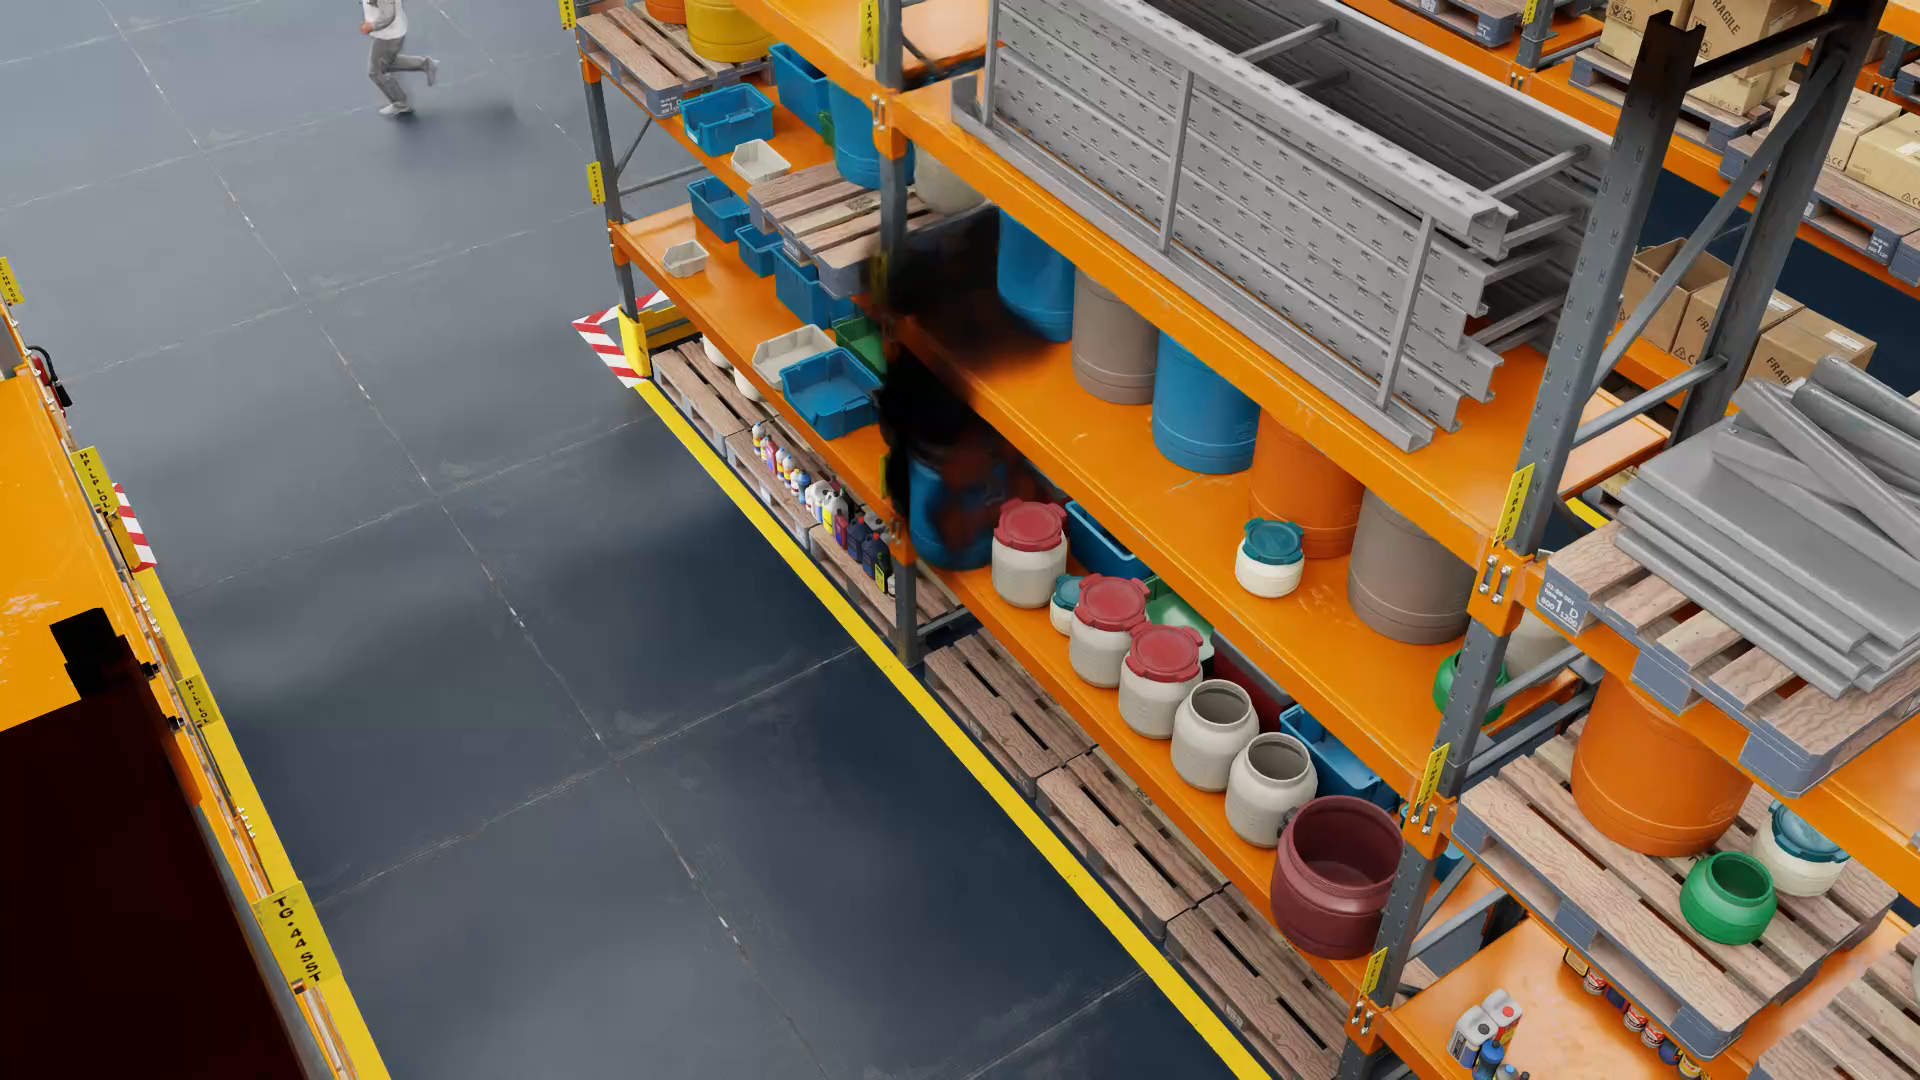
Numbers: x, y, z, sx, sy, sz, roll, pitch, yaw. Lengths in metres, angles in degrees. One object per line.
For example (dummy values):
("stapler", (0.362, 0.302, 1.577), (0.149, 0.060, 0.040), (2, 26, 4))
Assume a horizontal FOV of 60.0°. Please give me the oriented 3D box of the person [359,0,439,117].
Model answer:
("person", (-5.374, -4.853, 15.780), (0.643, 1.728, 0.678), (-6, 43, -6))
